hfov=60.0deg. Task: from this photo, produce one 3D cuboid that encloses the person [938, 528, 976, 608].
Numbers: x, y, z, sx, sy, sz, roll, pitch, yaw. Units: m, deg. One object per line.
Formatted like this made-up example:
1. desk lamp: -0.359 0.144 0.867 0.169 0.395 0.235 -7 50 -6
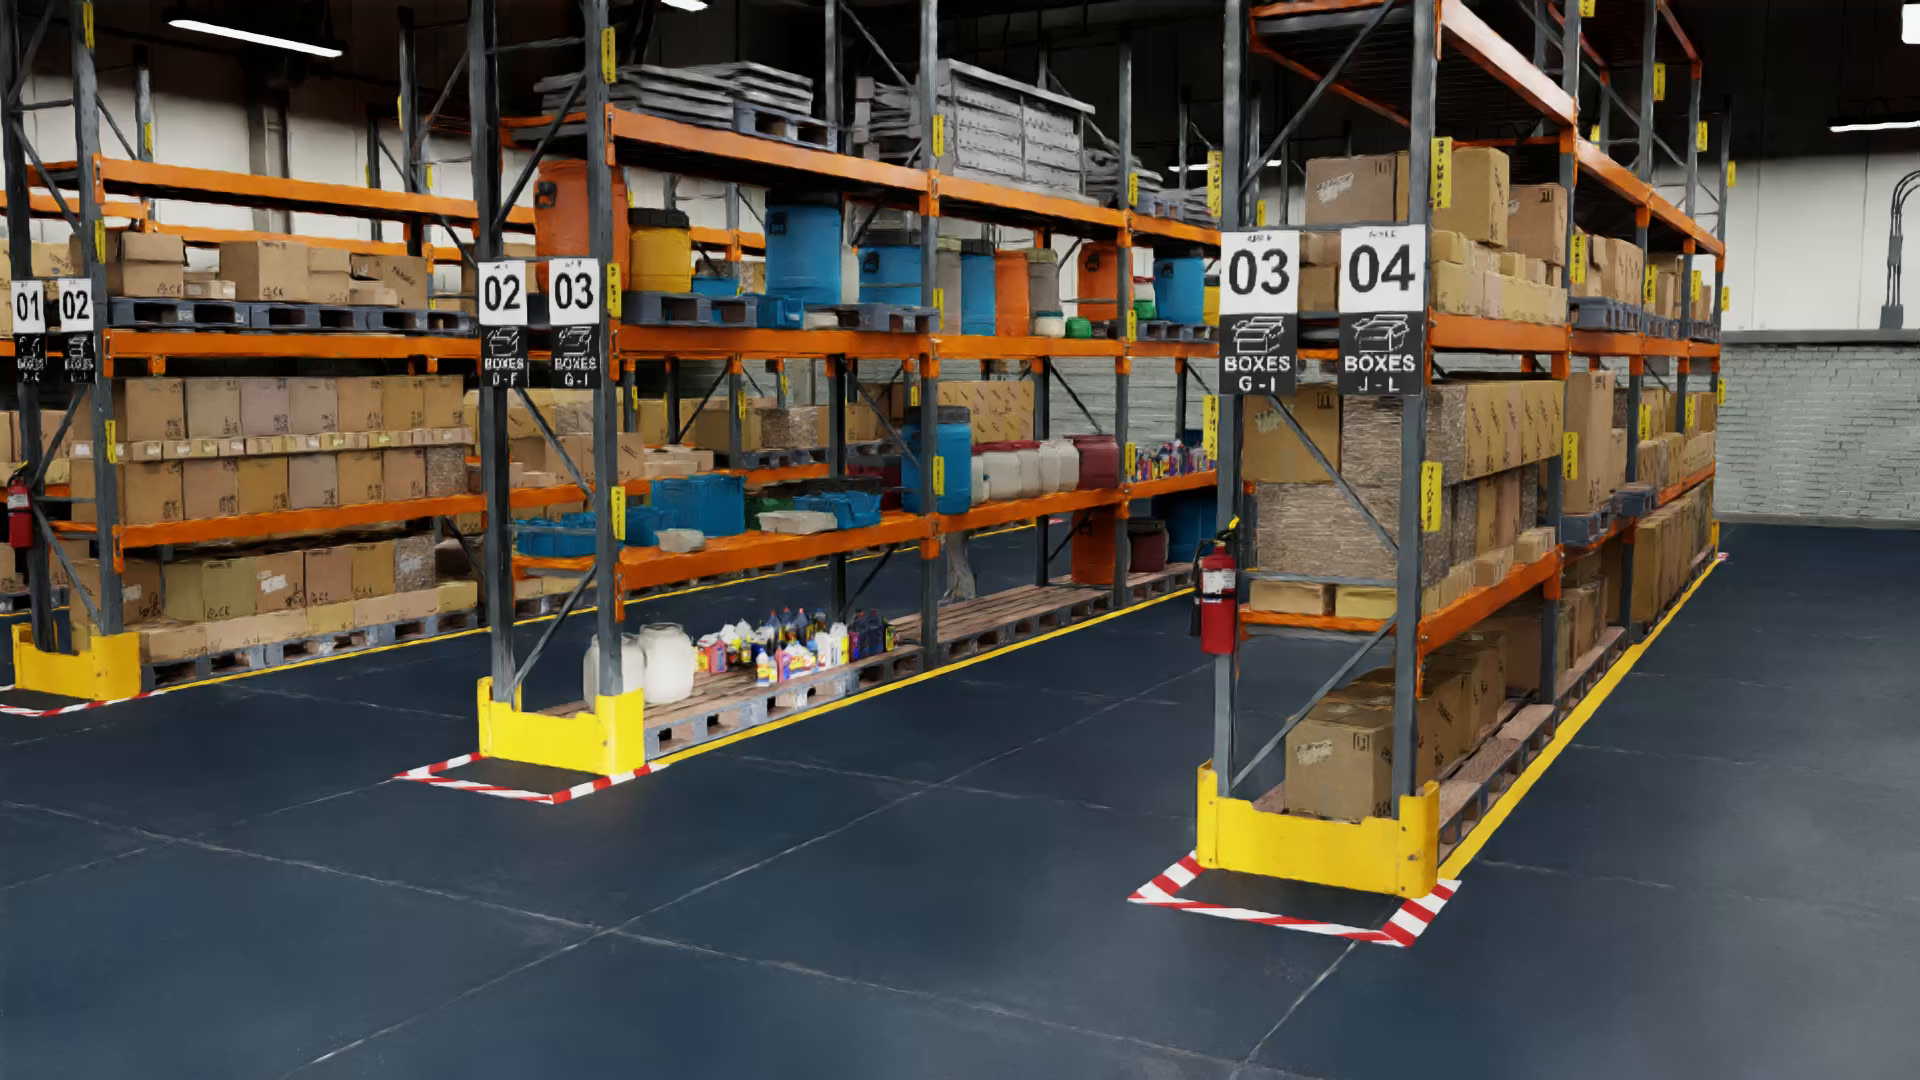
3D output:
1. person: -0.057 -0.098 17.096 0.633 1.659 0.684 3 7 23
